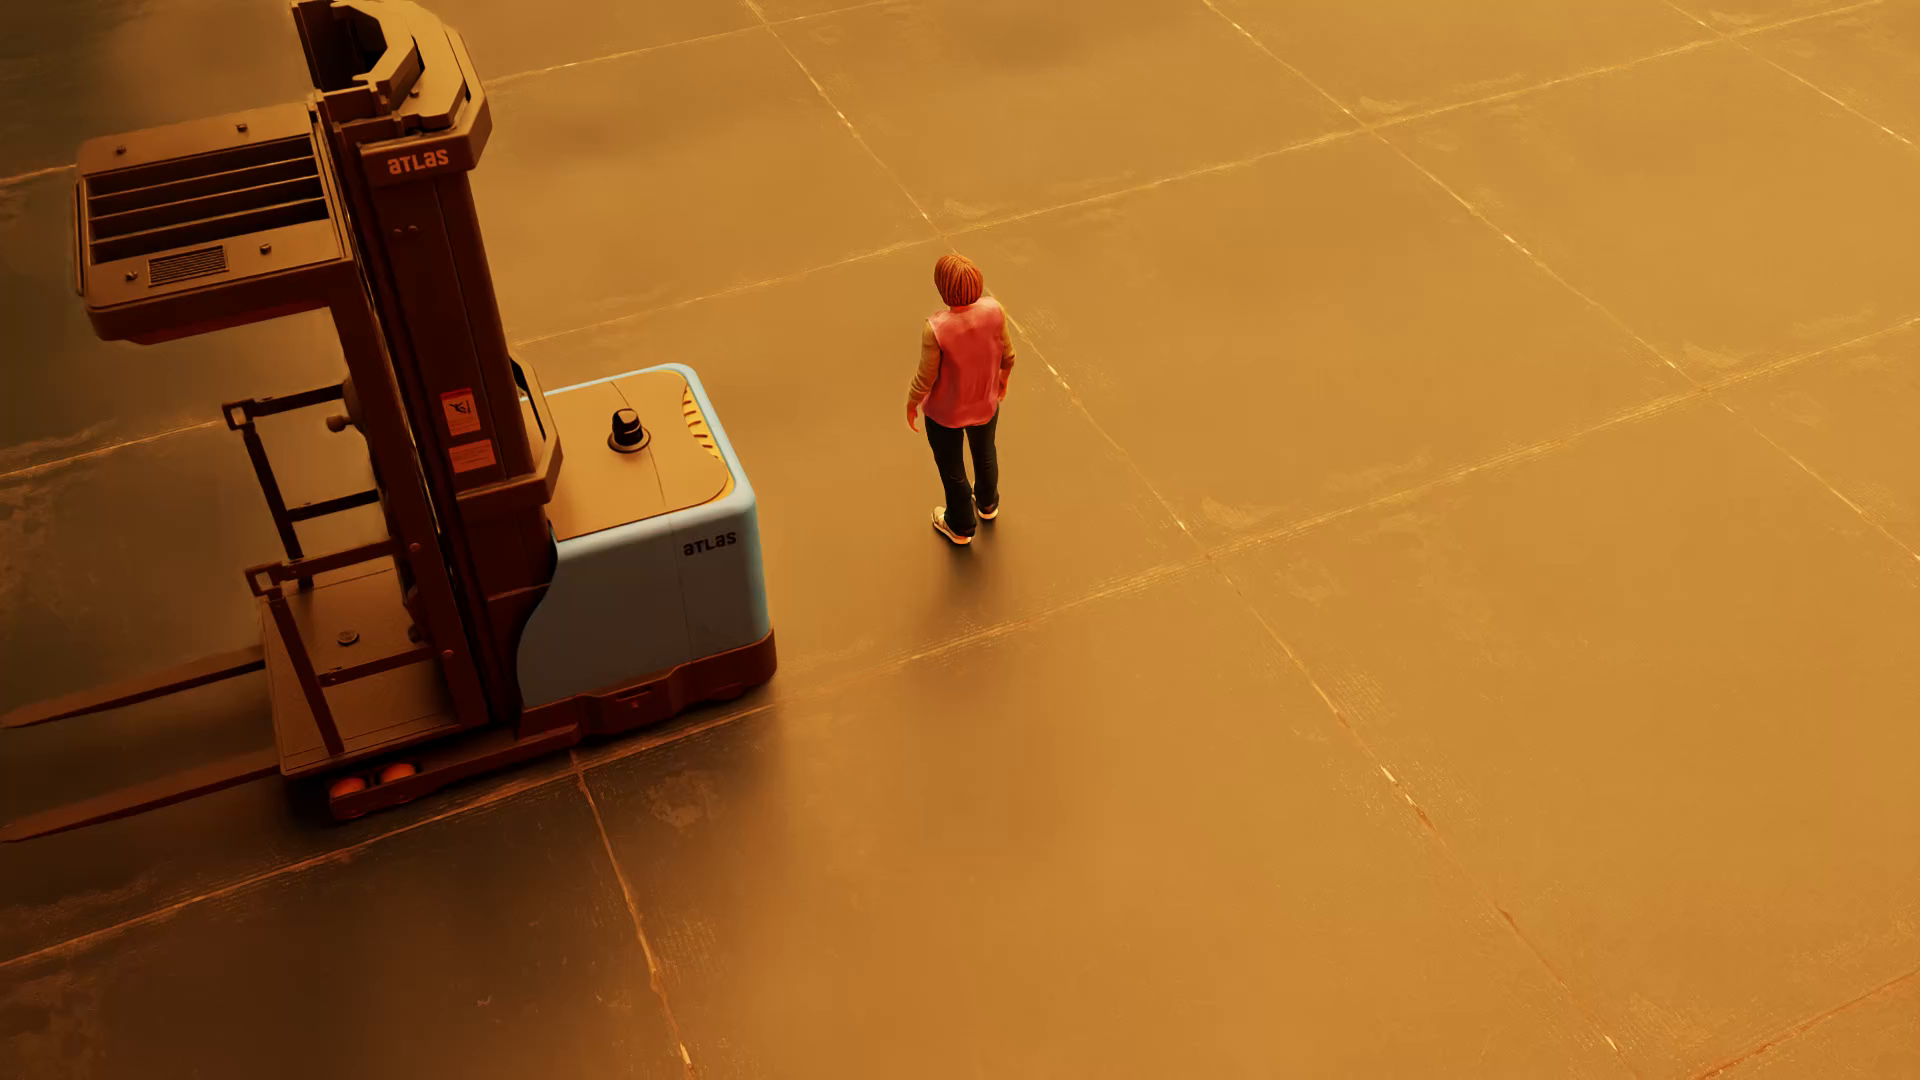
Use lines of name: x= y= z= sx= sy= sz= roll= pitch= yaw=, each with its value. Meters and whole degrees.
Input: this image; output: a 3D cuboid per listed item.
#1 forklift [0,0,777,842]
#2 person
forklift: x=-2.353 y=-0.373 z=6.080 sx=3.031 sy=2.935 sz=1.130 roll=-16 pitch=45 yaw=-16
person: x=-0.018 y=-0.639 z=7.332 sx=0.519 sy=1.598 sz=0.475 roll=-18 pitch=46 yaw=-18
